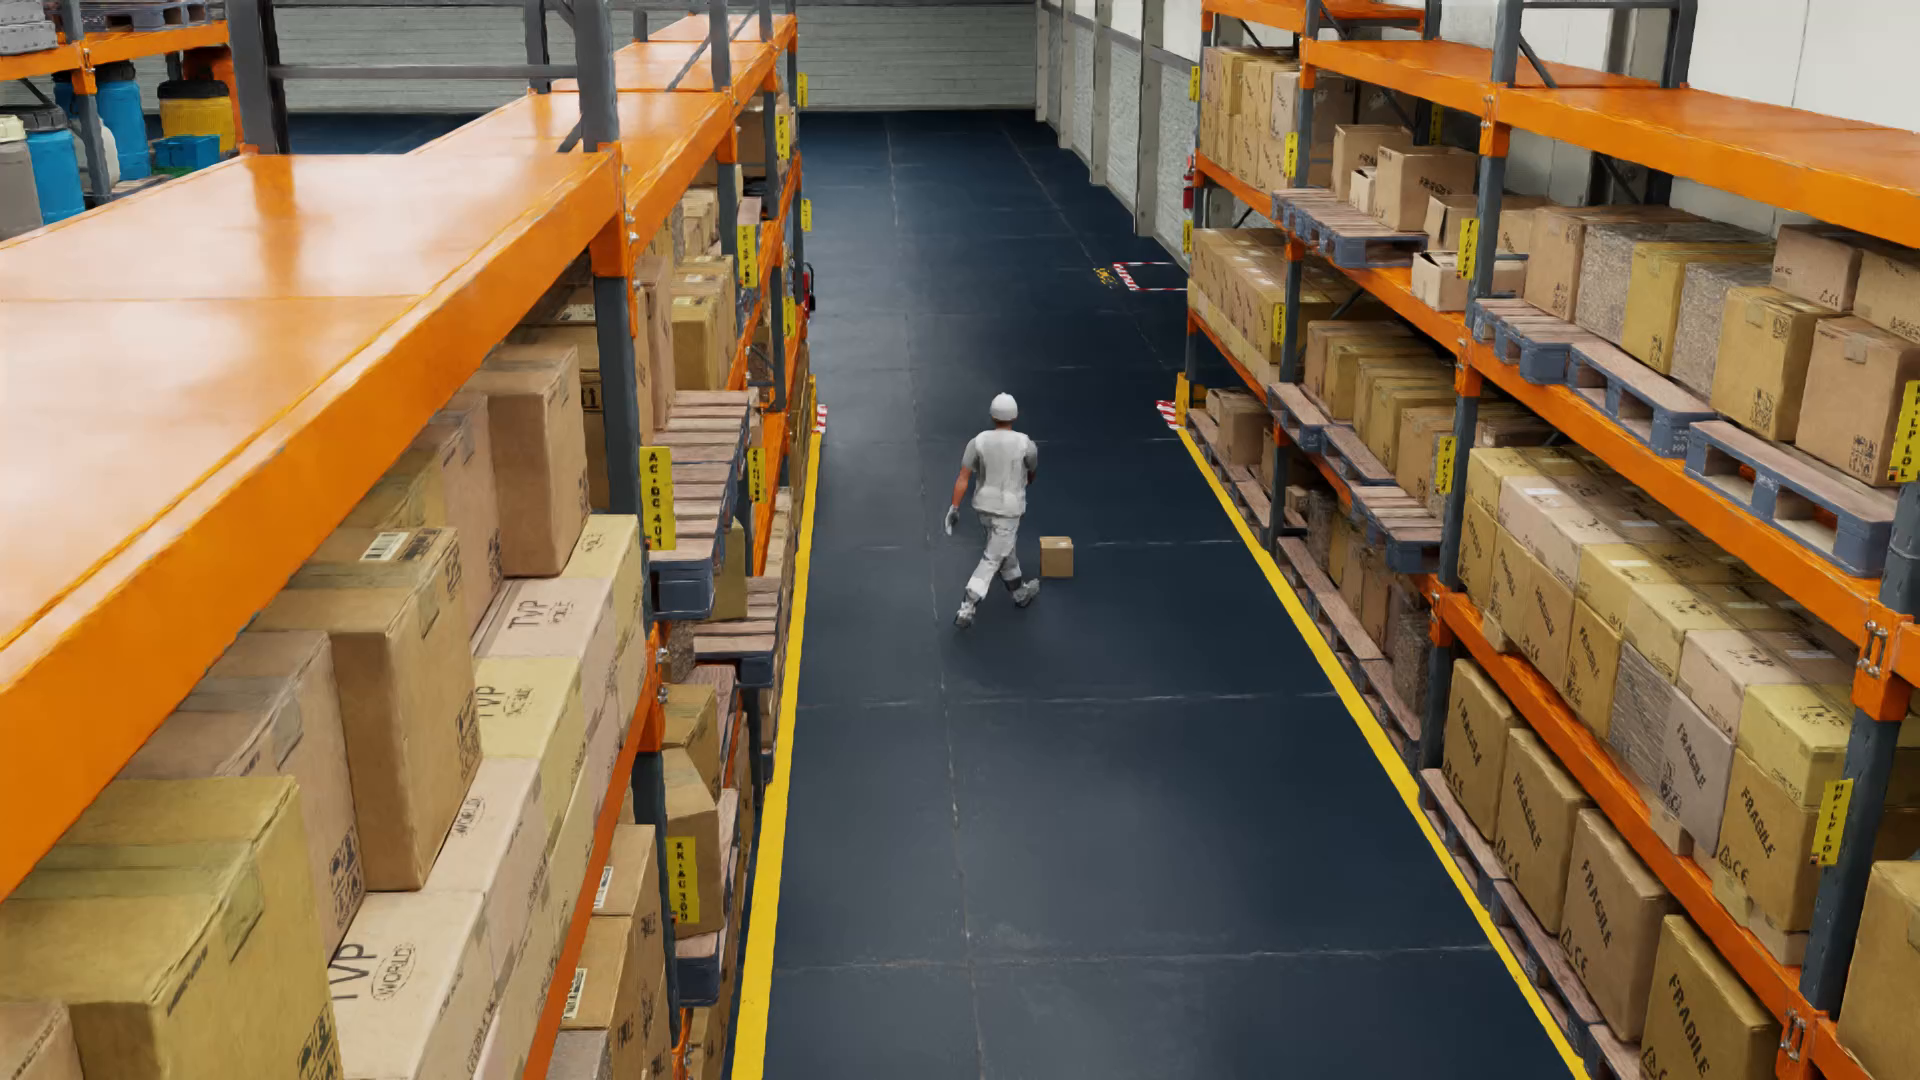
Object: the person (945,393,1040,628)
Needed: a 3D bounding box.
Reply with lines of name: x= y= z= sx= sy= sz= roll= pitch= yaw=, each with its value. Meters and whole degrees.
person: x=0.271 y=-0.230 z=12.219 sx=0.547 sy=1.738 sz=1.069 roll=11 pitch=23 yaw=27
